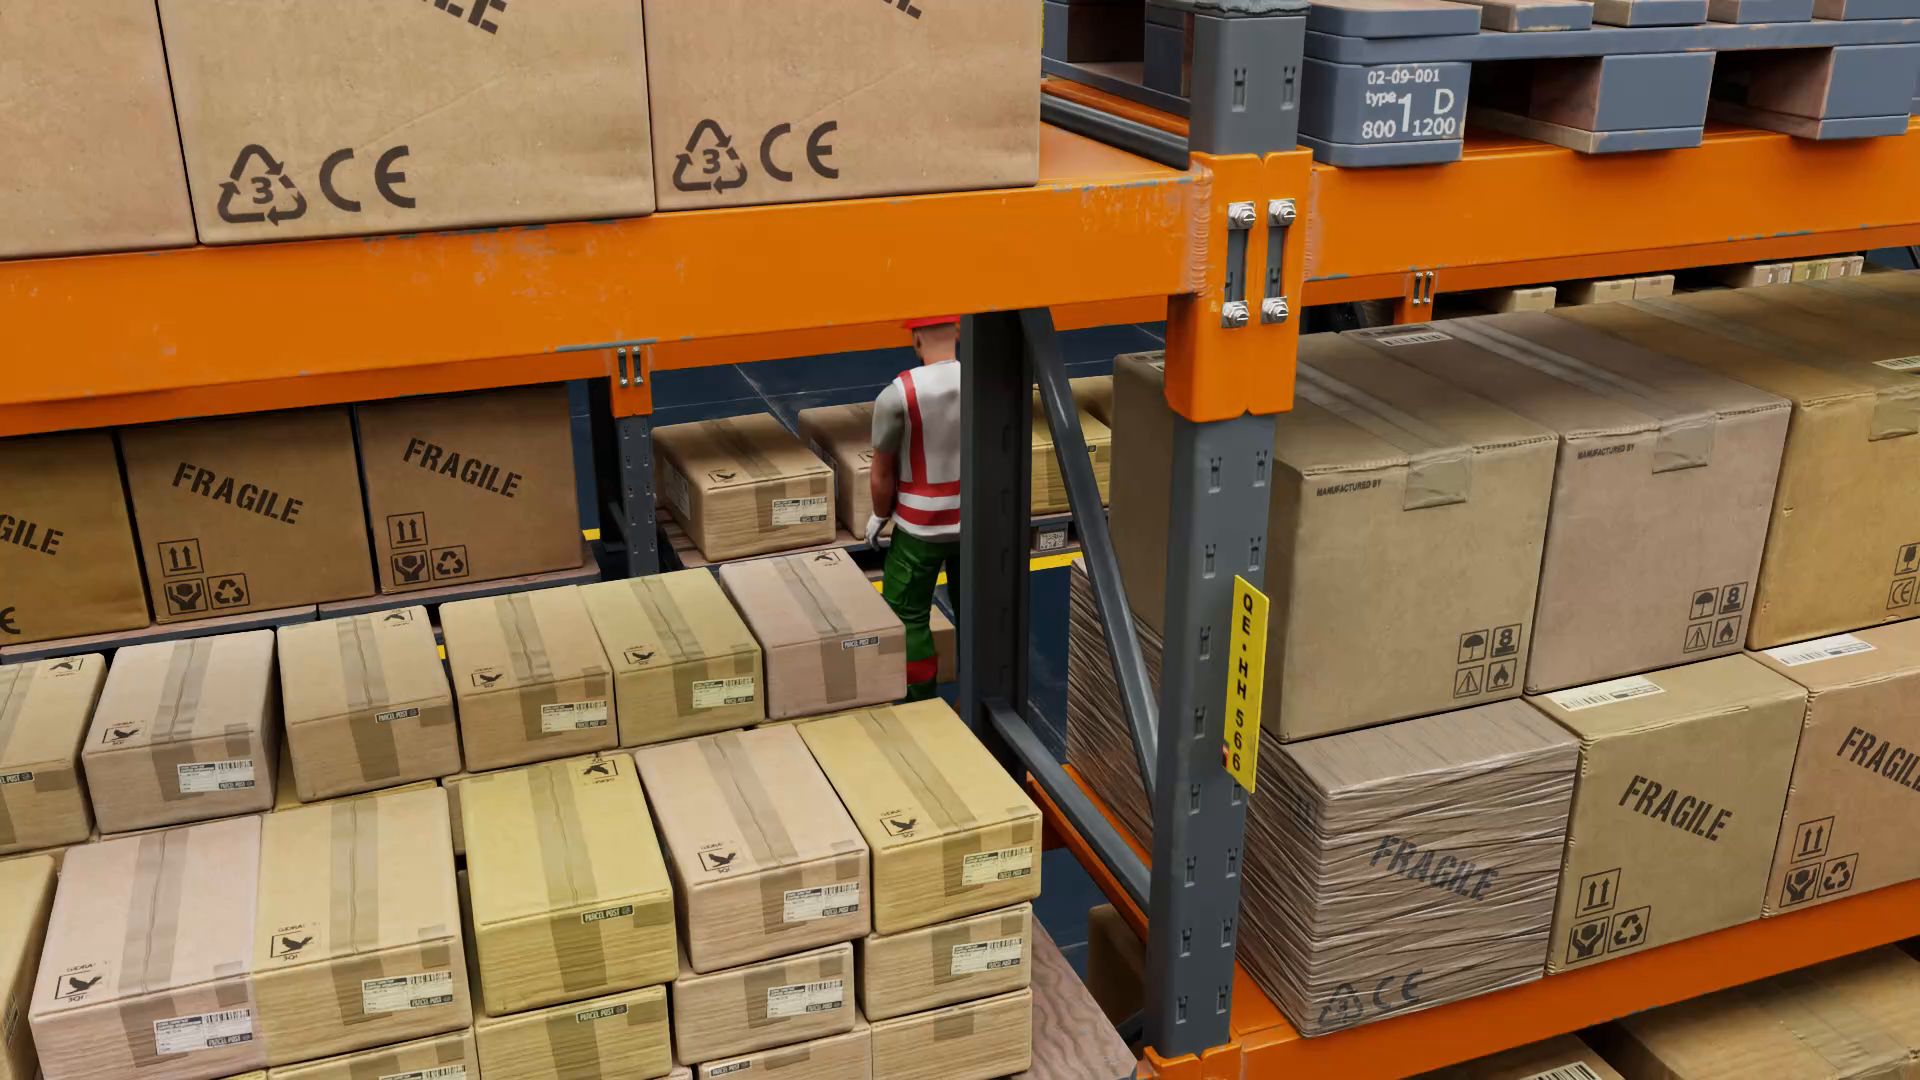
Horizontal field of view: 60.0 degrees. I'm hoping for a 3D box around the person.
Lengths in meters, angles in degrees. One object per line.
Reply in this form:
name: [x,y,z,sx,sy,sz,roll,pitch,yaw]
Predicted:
person: [-0.084,-0.067,6.253,0.533,1.768,0.388,-8,24,-18]
